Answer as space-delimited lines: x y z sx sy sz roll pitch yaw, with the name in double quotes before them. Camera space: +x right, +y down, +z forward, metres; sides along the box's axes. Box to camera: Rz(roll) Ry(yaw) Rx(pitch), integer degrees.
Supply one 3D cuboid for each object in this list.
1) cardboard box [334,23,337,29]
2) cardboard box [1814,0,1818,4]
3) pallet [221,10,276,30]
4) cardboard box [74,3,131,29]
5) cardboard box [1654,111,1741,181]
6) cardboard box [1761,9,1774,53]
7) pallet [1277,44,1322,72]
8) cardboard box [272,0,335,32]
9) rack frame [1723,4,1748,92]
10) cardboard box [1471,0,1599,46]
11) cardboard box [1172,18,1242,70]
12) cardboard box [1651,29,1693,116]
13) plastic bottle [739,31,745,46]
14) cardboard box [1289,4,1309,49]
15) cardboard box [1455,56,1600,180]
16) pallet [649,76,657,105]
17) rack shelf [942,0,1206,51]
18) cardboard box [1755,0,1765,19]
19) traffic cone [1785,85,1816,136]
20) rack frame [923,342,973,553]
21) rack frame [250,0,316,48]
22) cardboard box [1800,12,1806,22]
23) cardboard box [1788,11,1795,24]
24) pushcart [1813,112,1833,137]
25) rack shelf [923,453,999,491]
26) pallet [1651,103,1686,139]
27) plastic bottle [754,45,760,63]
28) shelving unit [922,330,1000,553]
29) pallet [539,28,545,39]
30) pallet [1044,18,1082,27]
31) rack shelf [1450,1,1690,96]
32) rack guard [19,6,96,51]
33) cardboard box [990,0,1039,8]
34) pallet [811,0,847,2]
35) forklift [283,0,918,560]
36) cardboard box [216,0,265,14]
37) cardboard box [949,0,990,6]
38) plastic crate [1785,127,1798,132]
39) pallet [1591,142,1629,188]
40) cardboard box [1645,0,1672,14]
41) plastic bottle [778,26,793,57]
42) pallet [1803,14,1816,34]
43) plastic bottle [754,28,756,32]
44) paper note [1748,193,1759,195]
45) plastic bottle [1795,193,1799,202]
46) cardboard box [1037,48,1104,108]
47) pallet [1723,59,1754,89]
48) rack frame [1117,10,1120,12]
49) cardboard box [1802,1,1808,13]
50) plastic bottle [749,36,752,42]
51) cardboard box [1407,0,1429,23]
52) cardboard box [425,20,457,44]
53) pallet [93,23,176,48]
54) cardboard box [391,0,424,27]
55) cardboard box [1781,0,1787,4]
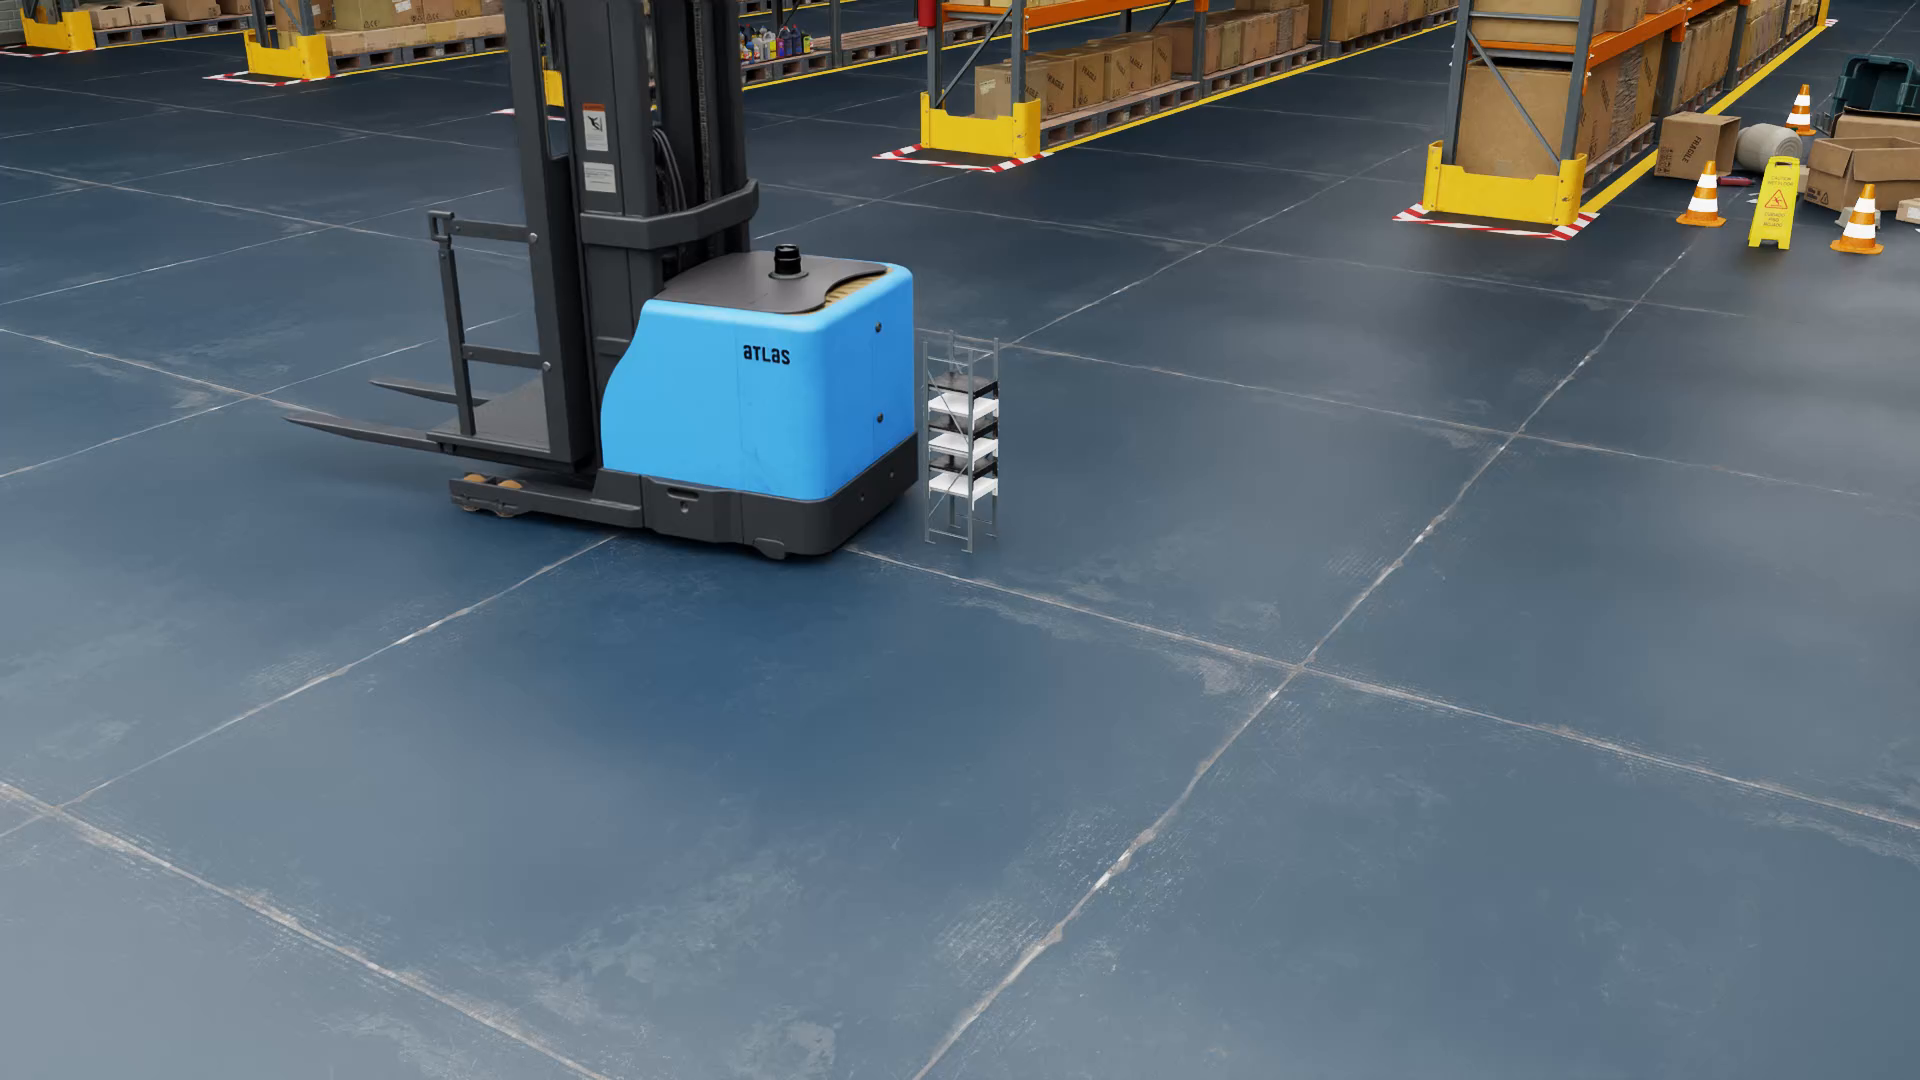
"cardboard box" -7.980 -6.483 21.383 0.500 0.250 0.500 14 27 29
"cardboard box" 12.713 -8.170 25.033 0.380 0.149 0.250 13 27 28
"pallet" -10.690 -8.011 25.490 1.003 0.211 1.213 14 27 29
"cardboard box" -12.035 -7.358 23.301 0.500 0.311 0.500 11 26 23
"cardboard box" 6.472 -3.452 14.593 0.500 0.500 0.500 20 30 38
"cardboard box" 9.917 -6.435 20.957 0.500 0.500 0.500 13 27 28
"pallet" 3.955 -6.218 21.347 1.003 0.211 1.213 14 27 29
"cardboard box" -8.235 -6.656 20.839 0.500 0.500 0.500 14 27 29
"rack frame" 8.529 -6.687 18.922 1.000 3.000 0.127 14 27 29
"cardboard box" 4.466 -4.191 12.966 0.875 0.550 0.550 14 27 29
"cardboard box" 2.868 -5.825 19.523 0.700 0.500 0.500 14 27 29
"cardboard box" 6.670 -4.726 16.694 1.050 0.750 0.750 14 27 29
"plastic bottle" -2.702 -6.139 20.536 0.097 0.271 0.097 0 23 0
"cardboard box" 4.032 -6.585 21.279 0.700 0.500 0.500 12 26 26
"cardboard box" 4.611 -3.448 13.584 0.875 0.875 0.875 14 27 29
"pallet" -3.626 -5.128 18.829 1.003 0.211 1.213 14 27 29
"rack shelf" 1.203 -5.406 16.867 1.077 0.370 4.000 14 27 29
"cardboard box" 9.366 -6.430 20.002 0.500 0.250 0.500 13 27 28
"traffic cone" 8.409 -4.309 16.622 0.336 0.463 0.334 14 27 29
"rack frame" -0.049 -0.381 6.998 0.240 0.900 0.006 14 27 29
"rack frame" -8.266 -7.138 19.963 1.000 3.000 0.127 14 27 29
"cardboard box" 12.024 -7.598 24.086 0.380 0.149 0.250 14 27 30
"cardboard box" 11.102 -7.114 22.592 0.380 0.149 0.250 15 28 31
"pushcart" 8.714 -3.592 15.072 1.648 0.377 0.936 5 24 11
"rack shelf" 0.004 -0.303 7.127 0.258 0.077 0.200 14 27 29
"pallet" 6.762 -4.334 16.995 1.003 0.211 1.213 14 27 29
"plastic bottle" -2.444 -5.815 19.876 0.097 0.201 0.097 0 23 0
"shelving unit" 0.004 -0.416 7.078 0.258 0.900 0.210 14 27 29
"pallet" -5.800 -7.465 24.229 1.003 0.211 1.213 14 27 29
"pallet" 1.185 -8.204 25.936 1.003 0.211 1.213 14 27 29
"rack shelf" 5.364 -4.332 14.387 1.077 0.370 4.000 14 27 29
"rack guard" -12.436 -7.053 22.914 1.175 0.500 0.348 14 27 29
"cardboard box" 0.501 -4.992 15.321 0.380 0.149 0.250 14 27 29
"pallet" -2.333 -9.626 29.220 1.003 0.211 1.213 14 27 29
"forklift" -1.760 -1.626 7.317 3.031 2.935 1.130 9 25 21
"cardboard box" -10.879 -8.221 25.057 0.500 0.500 0.500 12 26 25
"cardboard box" 0.123 -5.085 15.537 0.380 0.149 0.250 14 27 29
"plastic crate" 7.440 -3.740 15.581 0.662 0.188 0.450 -12 16 -26
"pallet" 5.309 -3.404 14.848 1.003 0.211 1.213 14 27 29
"cardboard box" 5.964 -5.089 15.040 0.875 0.550 0.550 14 27 29
"plastic bottle" -2.145 -6.093 20.329 0.144 0.351 0.185 12 26 26
"pallet" 12.250 -7.815 25.038 1.003 0.211 1.213 14 27 29
"plastic bottle" -2.637 -6.270 20.833 0.152 0.276 0.135 15 28 31
"paper note" 6.656 -2.897 13.930 0.123 0.001 0.032 -12 26 -26
"plastic bottle" 6.858 -2.868 13.798 0.133 0.061 0.283 5 24 11
"cardboard box" 1.125 -4.730 17.018 0.500 0.500 0.500 17 29 34
"pallet" 8.942 -5.671 20.085 1.003 0.211 1.213 14 27 29
"rack frame" 2.271 -10.149 26.918 1.000 3.000 0.127 14 27 29
"cardboard box" 11.905 -7.636 23.798 0.380 0.149 0.250 14 27 29
"plastic bottle" -2.496 -5.921 20.016 0.061 0.283 0.133 14 27 29
"cardboard box" 6.158 -8.108 24.350 1.225 0.875 0.875 14 27 29
"cardboard box" -7.001 -6.709 21.905 0.500 0.250 0.500 14 27 29
"pallet" -11.977 -7.188 23.588 1.003 0.211 1.213 14 27 29
"cardboard box" -7.279 -6.888 21.374 0.500 0.500 0.500 14 27 29
"cardboard box" 10.461 -7.123 21.602 0.500 0.250 0.500 13 27 28
